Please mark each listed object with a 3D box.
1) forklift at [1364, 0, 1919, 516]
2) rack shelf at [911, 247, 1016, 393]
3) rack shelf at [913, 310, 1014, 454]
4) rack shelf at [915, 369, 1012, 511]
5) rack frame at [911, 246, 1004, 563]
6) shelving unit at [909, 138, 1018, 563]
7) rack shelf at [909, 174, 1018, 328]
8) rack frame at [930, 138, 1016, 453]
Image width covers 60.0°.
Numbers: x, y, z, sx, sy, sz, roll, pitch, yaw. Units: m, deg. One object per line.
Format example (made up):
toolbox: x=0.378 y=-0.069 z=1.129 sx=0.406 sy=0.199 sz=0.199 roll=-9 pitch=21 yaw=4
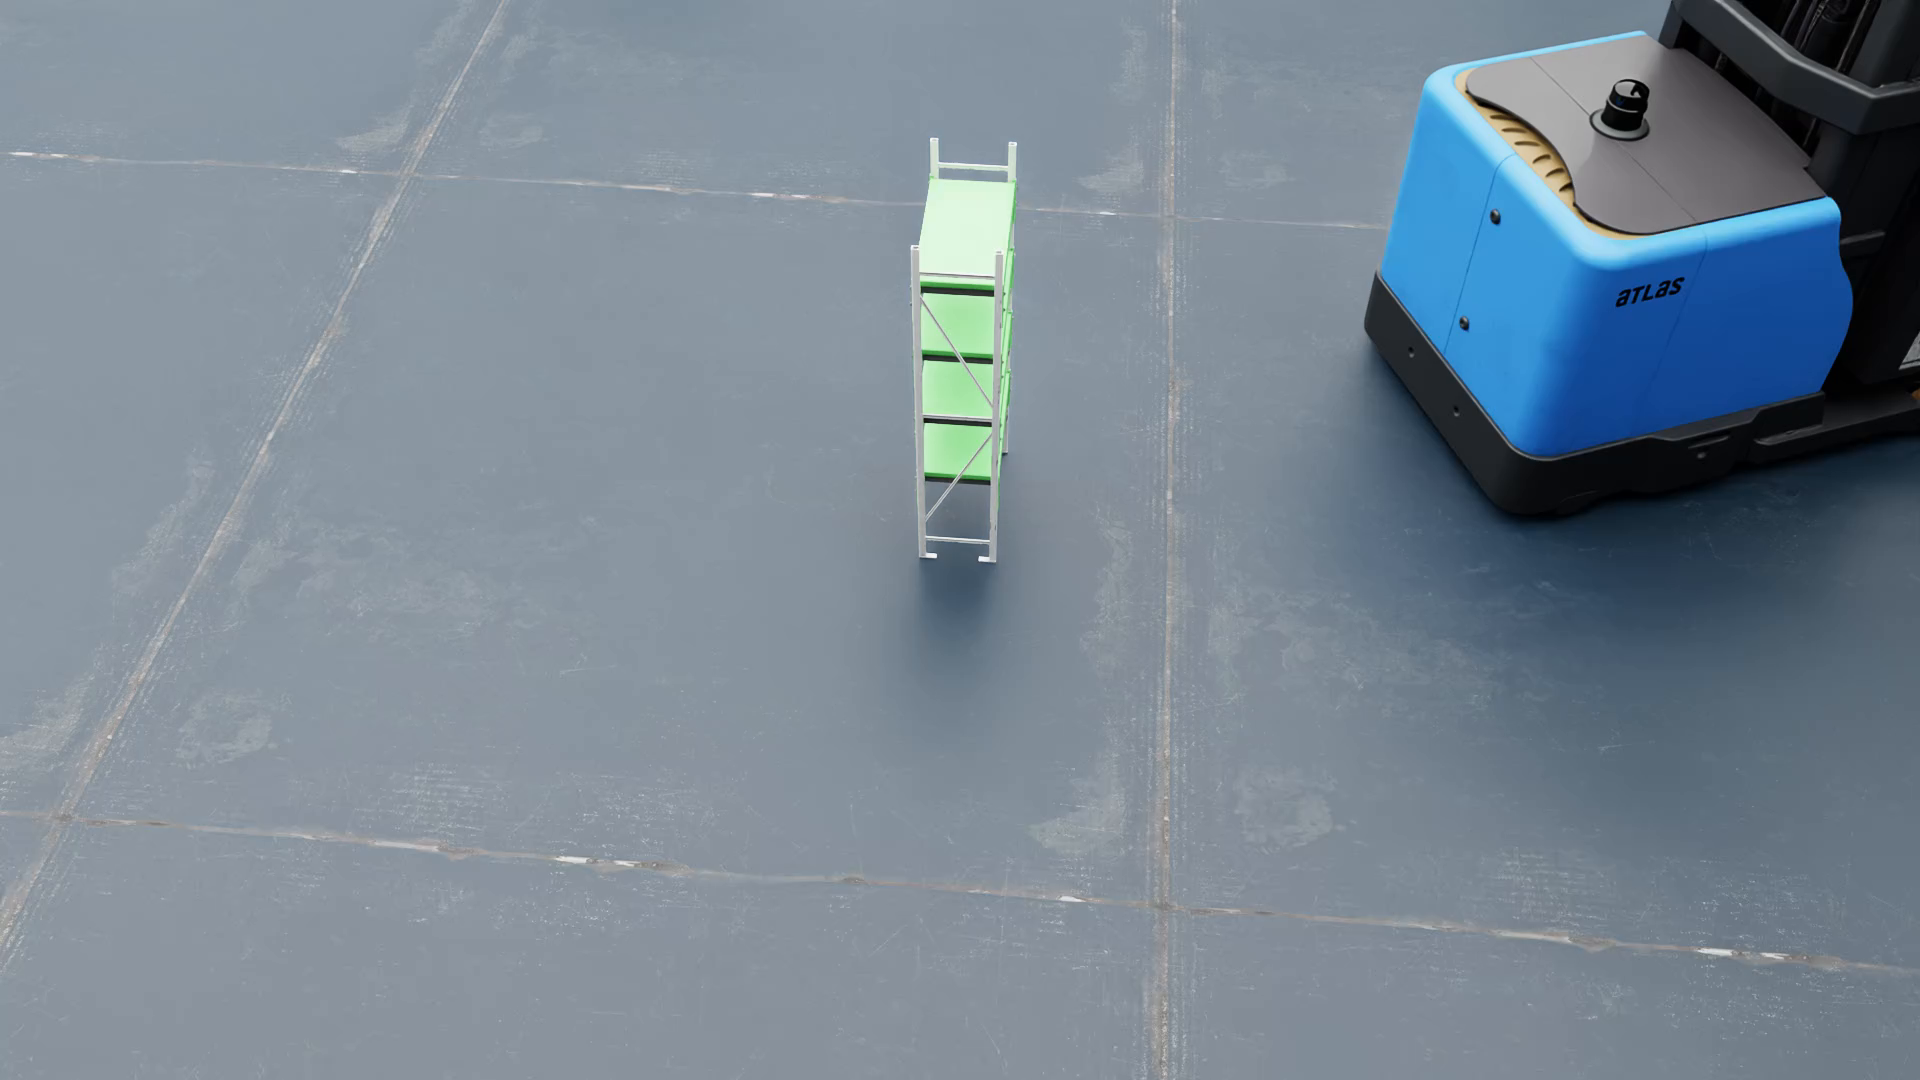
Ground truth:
forklift: x=2.992 y=-1.709 z=4.827 sx=3.031 sy=2.935 sz=1.130 roll=-13 pitch=49 yaw=-12
rack shelf: x=0.015 y=-0.645 z=4.789 sx=0.258 sy=0.148 sz=0.480 roll=4 pitch=48 yaw=4
rack shelf: x=0.015 y=-0.483 z=4.966 sx=0.258 sy=0.148 sz=0.480 roll=4 pitch=48 yaw=4
rack shelf: x=0.015 y=-0.321 z=5.143 sx=0.258 sy=0.148 sz=0.480 roll=4 pitch=48 yaw=4
rack frame: x=-0.007 y=-0.347 z=4.755 sx=0.240 sy=1.200 sz=0.015 roll=4 pitch=48 yaw=4
shelving unit: x=0.015 y=-0.527 z=4.919 sx=0.258 sy=1.200 sz=0.503 roll=4 pitch=48 yaw=4
rack shelf: x=0.015 y=-0.807 z=4.611 sx=0.258 sy=0.148 sz=0.480 roll=4 pitch=48 yaw=4
rack frame: x=0.037 y=-0.706 z=5.083 sx=0.240 sy=1.200 sz=0.015 roll=4 pitch=48 yaw=4
